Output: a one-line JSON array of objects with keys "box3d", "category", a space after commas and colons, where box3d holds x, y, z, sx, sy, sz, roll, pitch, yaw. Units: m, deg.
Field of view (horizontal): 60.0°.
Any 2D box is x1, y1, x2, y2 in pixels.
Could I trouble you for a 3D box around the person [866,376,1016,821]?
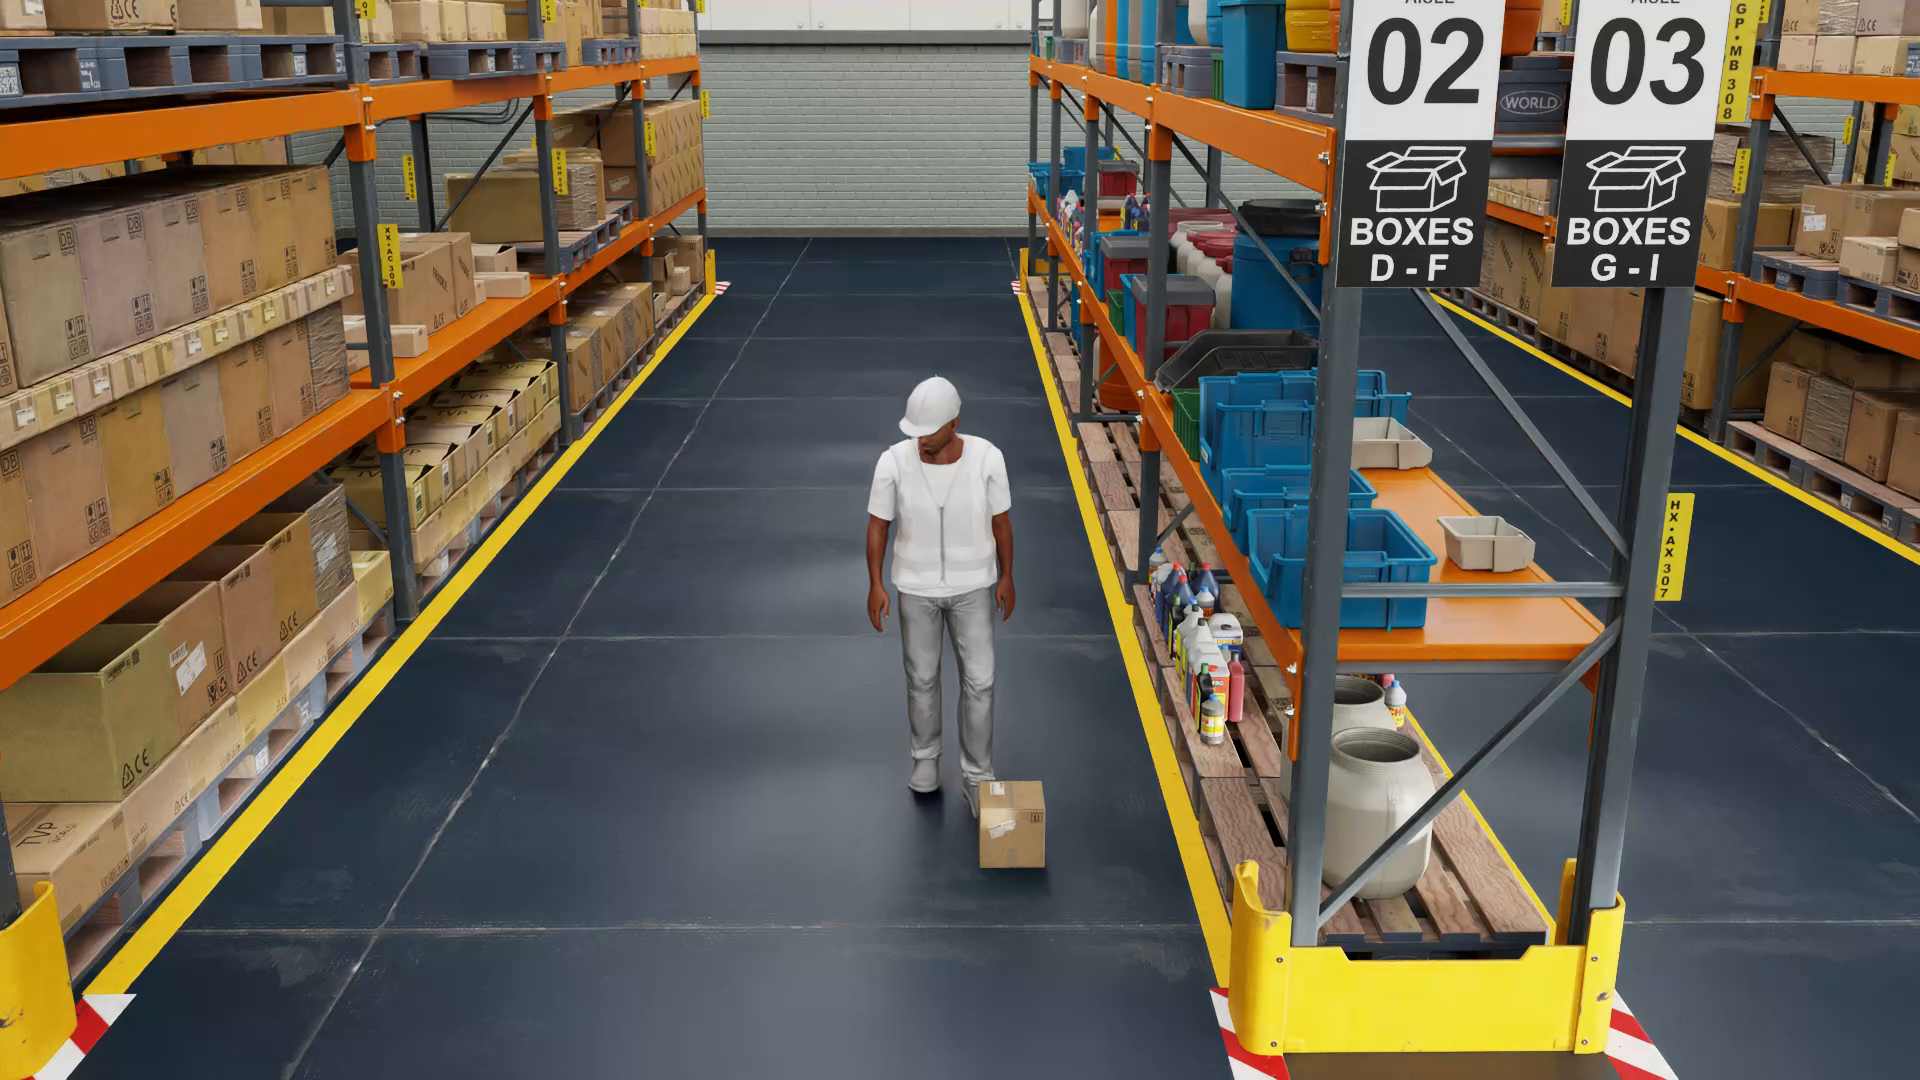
[{"box3d": [-0.075, 0.241, 6.719, 0.615, 1.801, 0.550, 0, 17, 0], "category": "person"}]
